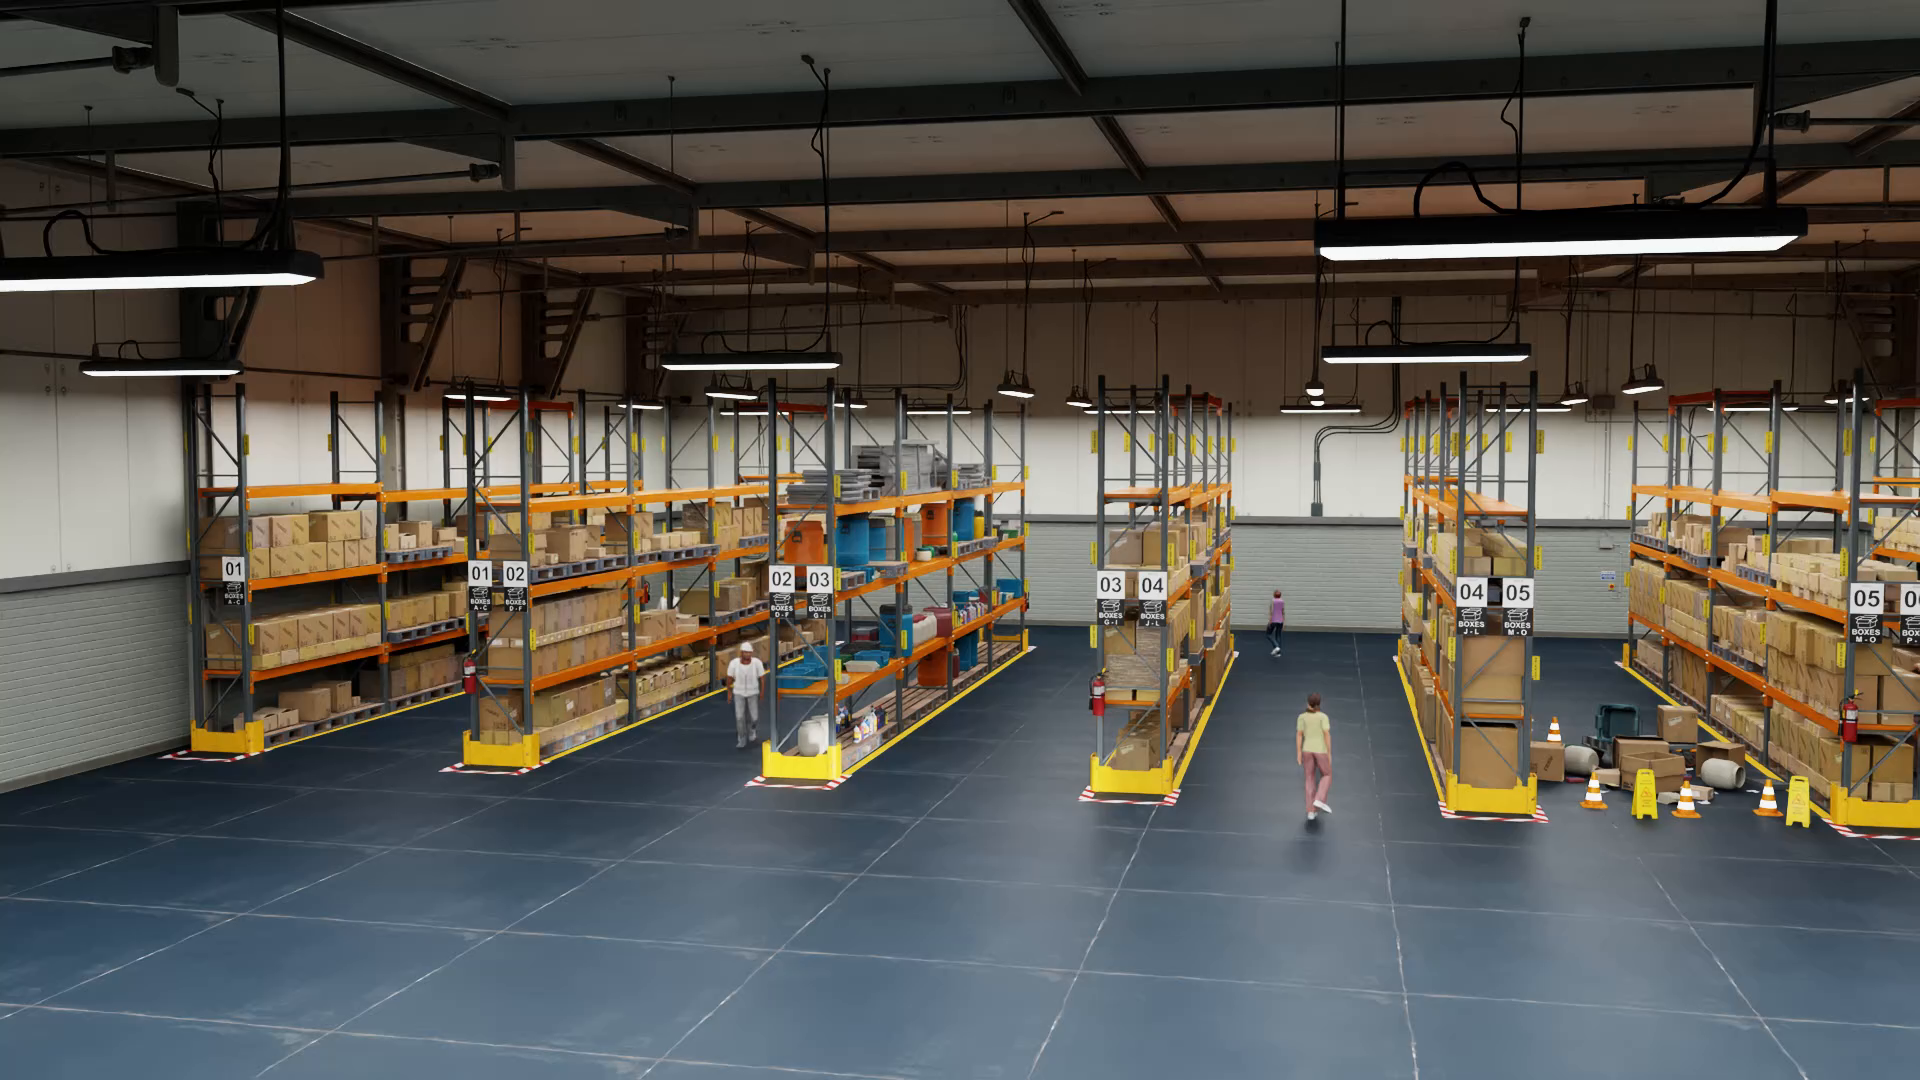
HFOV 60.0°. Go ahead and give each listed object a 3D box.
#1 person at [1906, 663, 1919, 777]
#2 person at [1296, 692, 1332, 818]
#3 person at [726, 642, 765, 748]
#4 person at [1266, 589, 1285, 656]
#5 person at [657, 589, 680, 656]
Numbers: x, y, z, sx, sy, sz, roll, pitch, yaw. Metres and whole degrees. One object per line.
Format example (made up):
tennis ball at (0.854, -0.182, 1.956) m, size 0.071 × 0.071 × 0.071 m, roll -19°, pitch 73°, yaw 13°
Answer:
person at (14.493, 2.713, 25.085) m, size 0.549 × 1.721 × 0.524 m, roll 1°, pitch 3°, yaw 13°
person at (4.764, 2.884, 22.339) m, size 0.486 × 1.658 × 0.458 m, roll 2°, pitch 4°, yaw 25°
person at (-3.569, 2.556, 27.689) m, size 0.635 × 1.744 × 0.666 m, roll 0°, pitch 3°, yaw -8°
person at (7.476, 1.960, 39.251) m, size 0.470 × 1.604 × 0.437 m, roll -1°, pitch 3°, yaw -19°
person at (-6.791, 1.906, 38.674) m, size 0.530 × 1.722 × 1.065 m, roll 1°, pitch 3°, yaw 15°
